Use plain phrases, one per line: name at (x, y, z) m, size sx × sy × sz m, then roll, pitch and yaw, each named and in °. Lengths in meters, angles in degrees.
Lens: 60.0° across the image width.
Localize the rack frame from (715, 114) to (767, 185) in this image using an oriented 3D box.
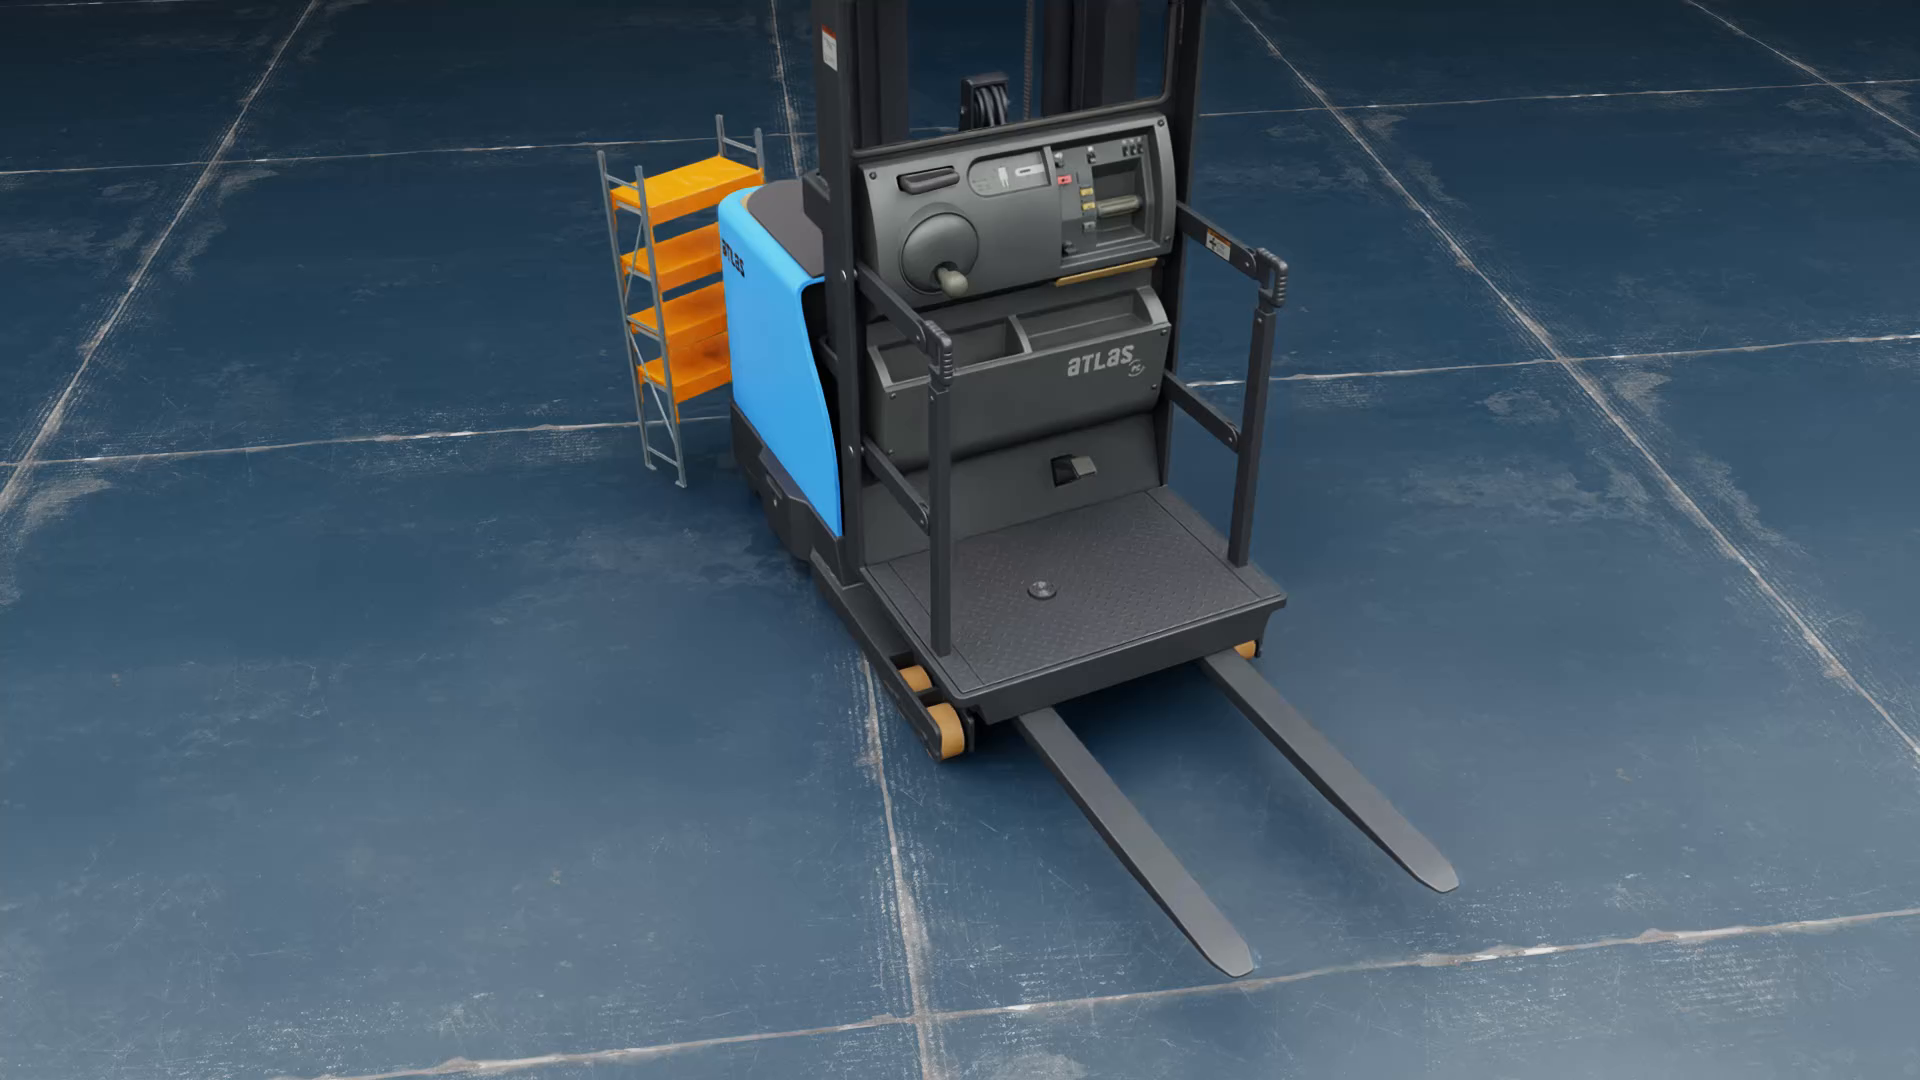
rack frame at (-0.743, -0.931, 6.039) m, size 0.015 × 1.200 × 0.240 m, roll -28°, pitch 41°, yaw -35°

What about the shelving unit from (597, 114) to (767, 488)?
shelving unit at (-0.919, -0.835, 5.899) m, size 0.503 × 1.200 × 0.258 m, roll -28°, pitch 41°, yaw -35°

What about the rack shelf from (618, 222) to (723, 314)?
rack shelf at (-0.924, -0.968, 5.816) m, size 0.480 × 0.148 × 0.258 m, roll -28°, pitch 41°, yaw -35°

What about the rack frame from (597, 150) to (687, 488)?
rack frame at (-1.095, -0.740, 5.759) m, size 0.015 × 1.200 × 0.240 m, roll -28°, pitch 41°, yaw -35°

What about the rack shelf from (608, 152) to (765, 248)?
rack shelf at (-0.932, -1.168, 5.690) m, size 0.480 × 0.148 × 0.258 m, roll -28°, pitch 41°, yaw -35°

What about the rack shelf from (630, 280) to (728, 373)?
rack shelf at (-0.917, -0.779, 5.935) m, size 0.480 × 0.148 × 0.258 m, roll -28°, pitch 41°, yaw -35°

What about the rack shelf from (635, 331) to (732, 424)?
rack shelf at (-0.910, -0.611, 6.041) m, size 0.480 × 0.148 × 0.258 m, roll -28°, pitch 41°, yaw -35°

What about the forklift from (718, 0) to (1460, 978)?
forklift at (0.274, -0.858, 4.407) m, size 1.130 × 2.935 × 3.031 m, roll -15°, pitch 37°, yaw -21°
